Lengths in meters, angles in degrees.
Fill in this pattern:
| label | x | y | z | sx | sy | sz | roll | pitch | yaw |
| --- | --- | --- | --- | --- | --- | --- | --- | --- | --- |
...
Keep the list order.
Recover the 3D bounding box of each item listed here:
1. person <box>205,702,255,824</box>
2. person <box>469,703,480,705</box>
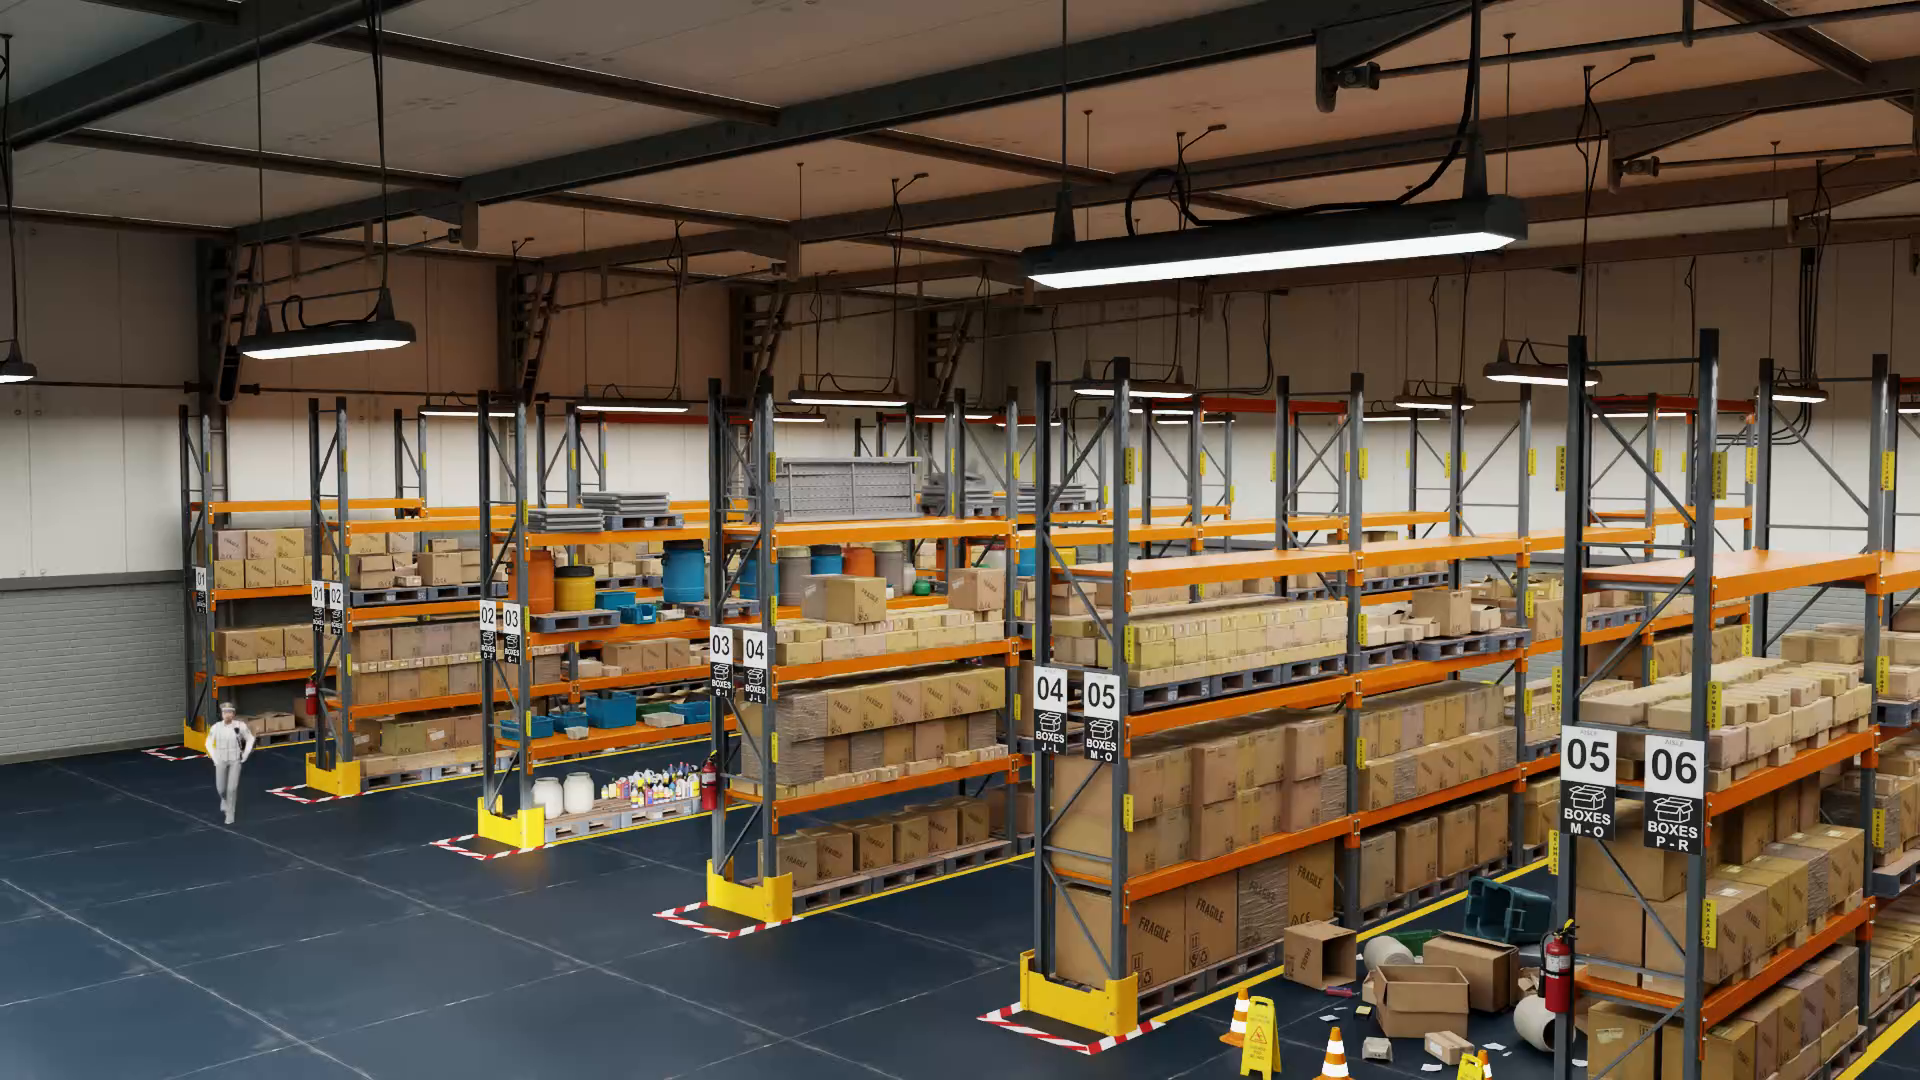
| label | x | y | z | sx | sy | sz | roll | pitch | yaw |
| --- | --- | --- | --- | --- | --- | --- | --- | --- | --- |
| person | -10.269 | 3.104 | 23.414 | 0.644 | 1.681 | 0.651 | -1 | 3 | -18 |
| person | -8.305 | 2.786 | 28.908 | 0.613 | 1.786 | 0.770 | 2 | 4 | 34 |
